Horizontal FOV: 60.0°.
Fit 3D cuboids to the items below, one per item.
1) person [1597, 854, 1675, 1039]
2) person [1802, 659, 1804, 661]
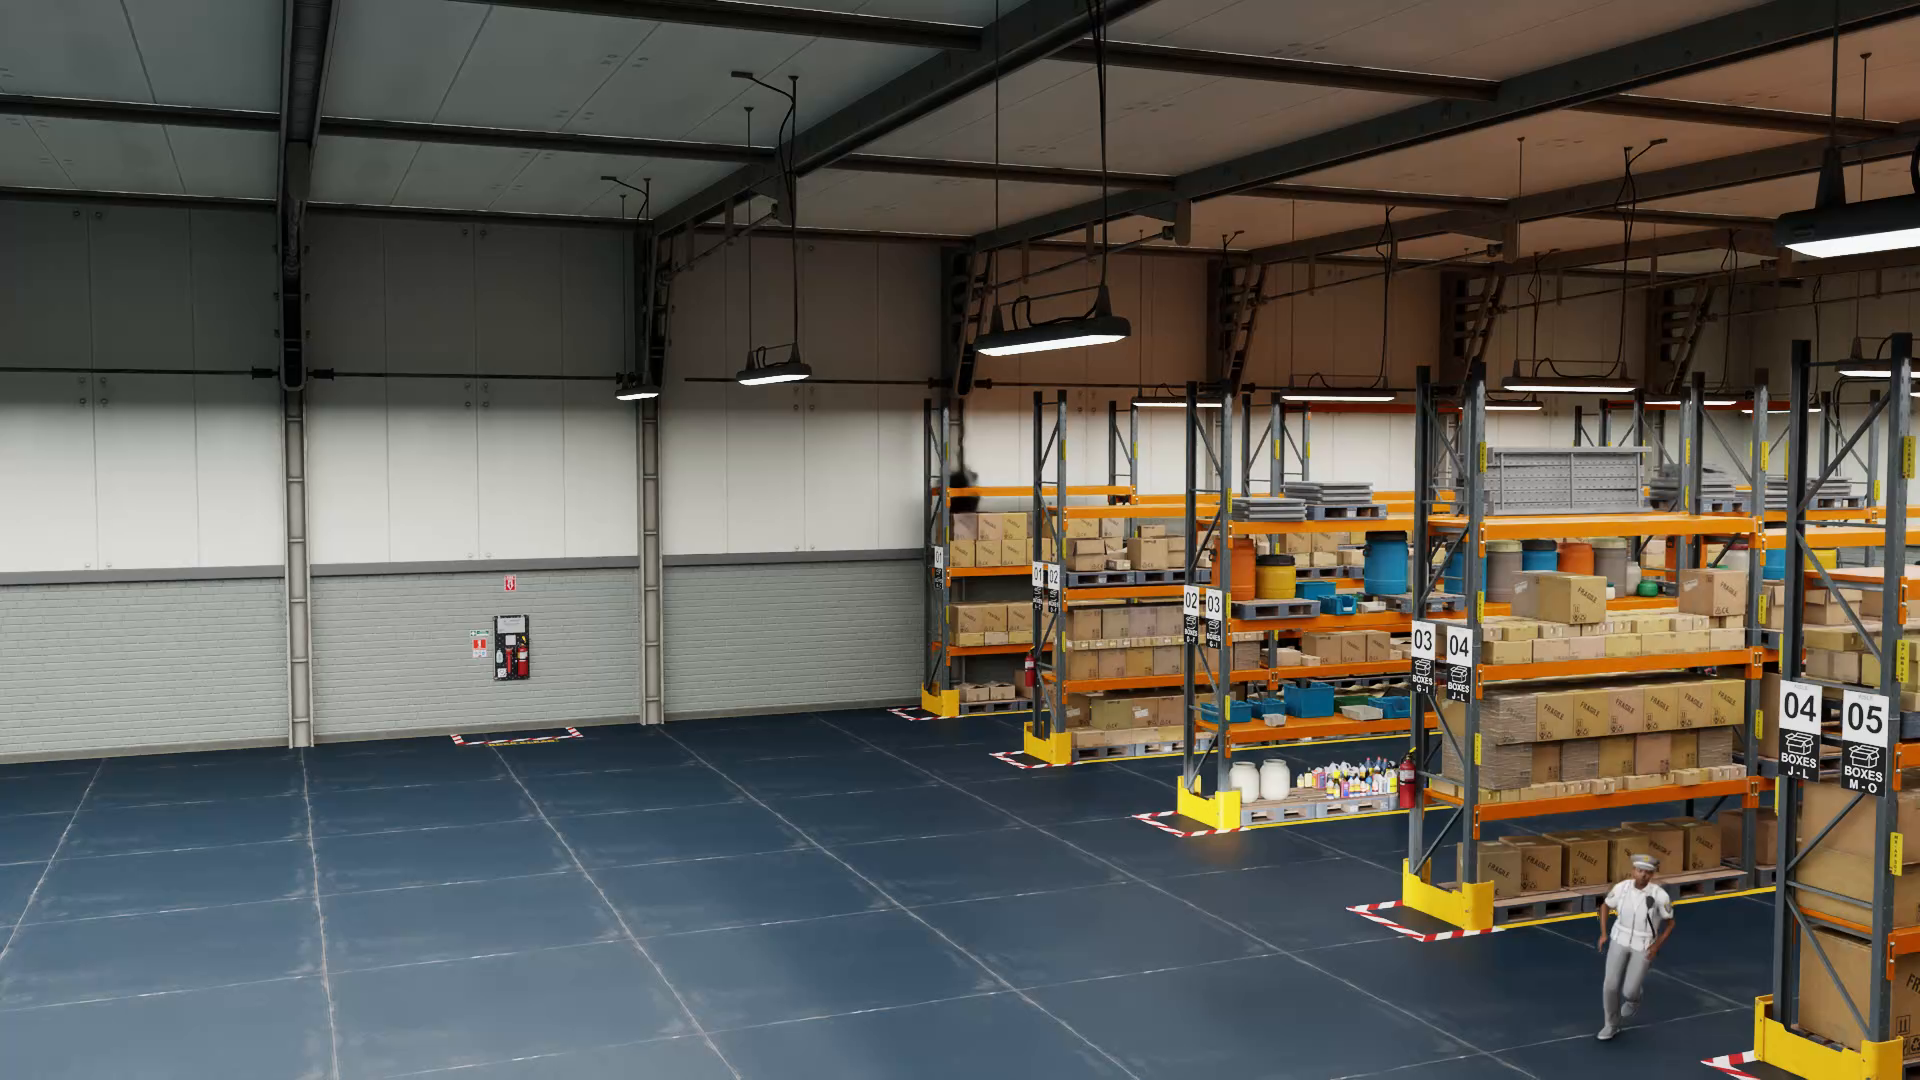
[{"bbox_3d":[5.861,3.505,14.414,0.614,1.646,0.566,3,4,37],"label":"person"},{"bbox_3d":[15.894,2.534,31.292,0.684,1.624,0.536,-2,4,-30],"label":"person"}]
